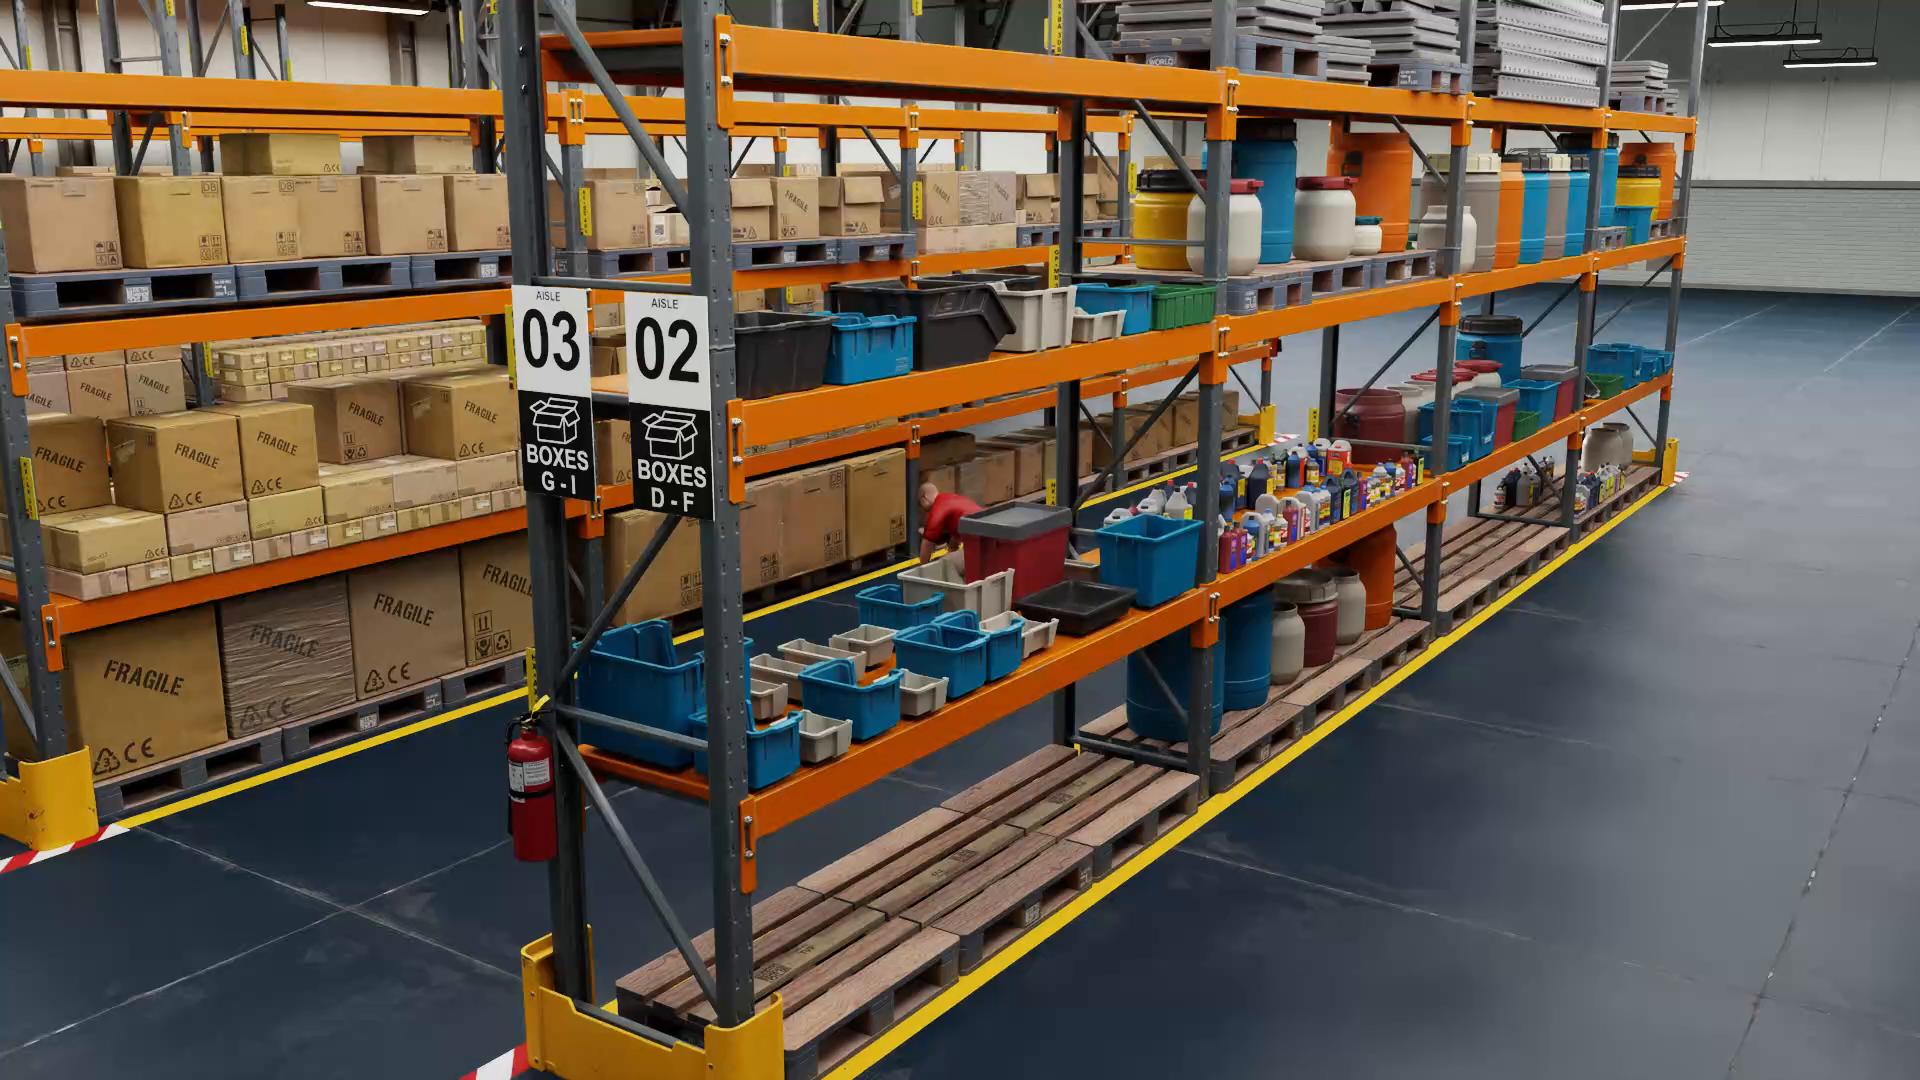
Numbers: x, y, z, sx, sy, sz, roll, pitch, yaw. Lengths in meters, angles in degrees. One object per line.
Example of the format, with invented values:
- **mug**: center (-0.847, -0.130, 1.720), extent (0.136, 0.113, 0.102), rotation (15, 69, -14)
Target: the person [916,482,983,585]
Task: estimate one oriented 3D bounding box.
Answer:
- **person**: center (0.011, 0.093, 13.564), extent (0.839, 1.086, 0.576), rotation (9, 15, 33)
